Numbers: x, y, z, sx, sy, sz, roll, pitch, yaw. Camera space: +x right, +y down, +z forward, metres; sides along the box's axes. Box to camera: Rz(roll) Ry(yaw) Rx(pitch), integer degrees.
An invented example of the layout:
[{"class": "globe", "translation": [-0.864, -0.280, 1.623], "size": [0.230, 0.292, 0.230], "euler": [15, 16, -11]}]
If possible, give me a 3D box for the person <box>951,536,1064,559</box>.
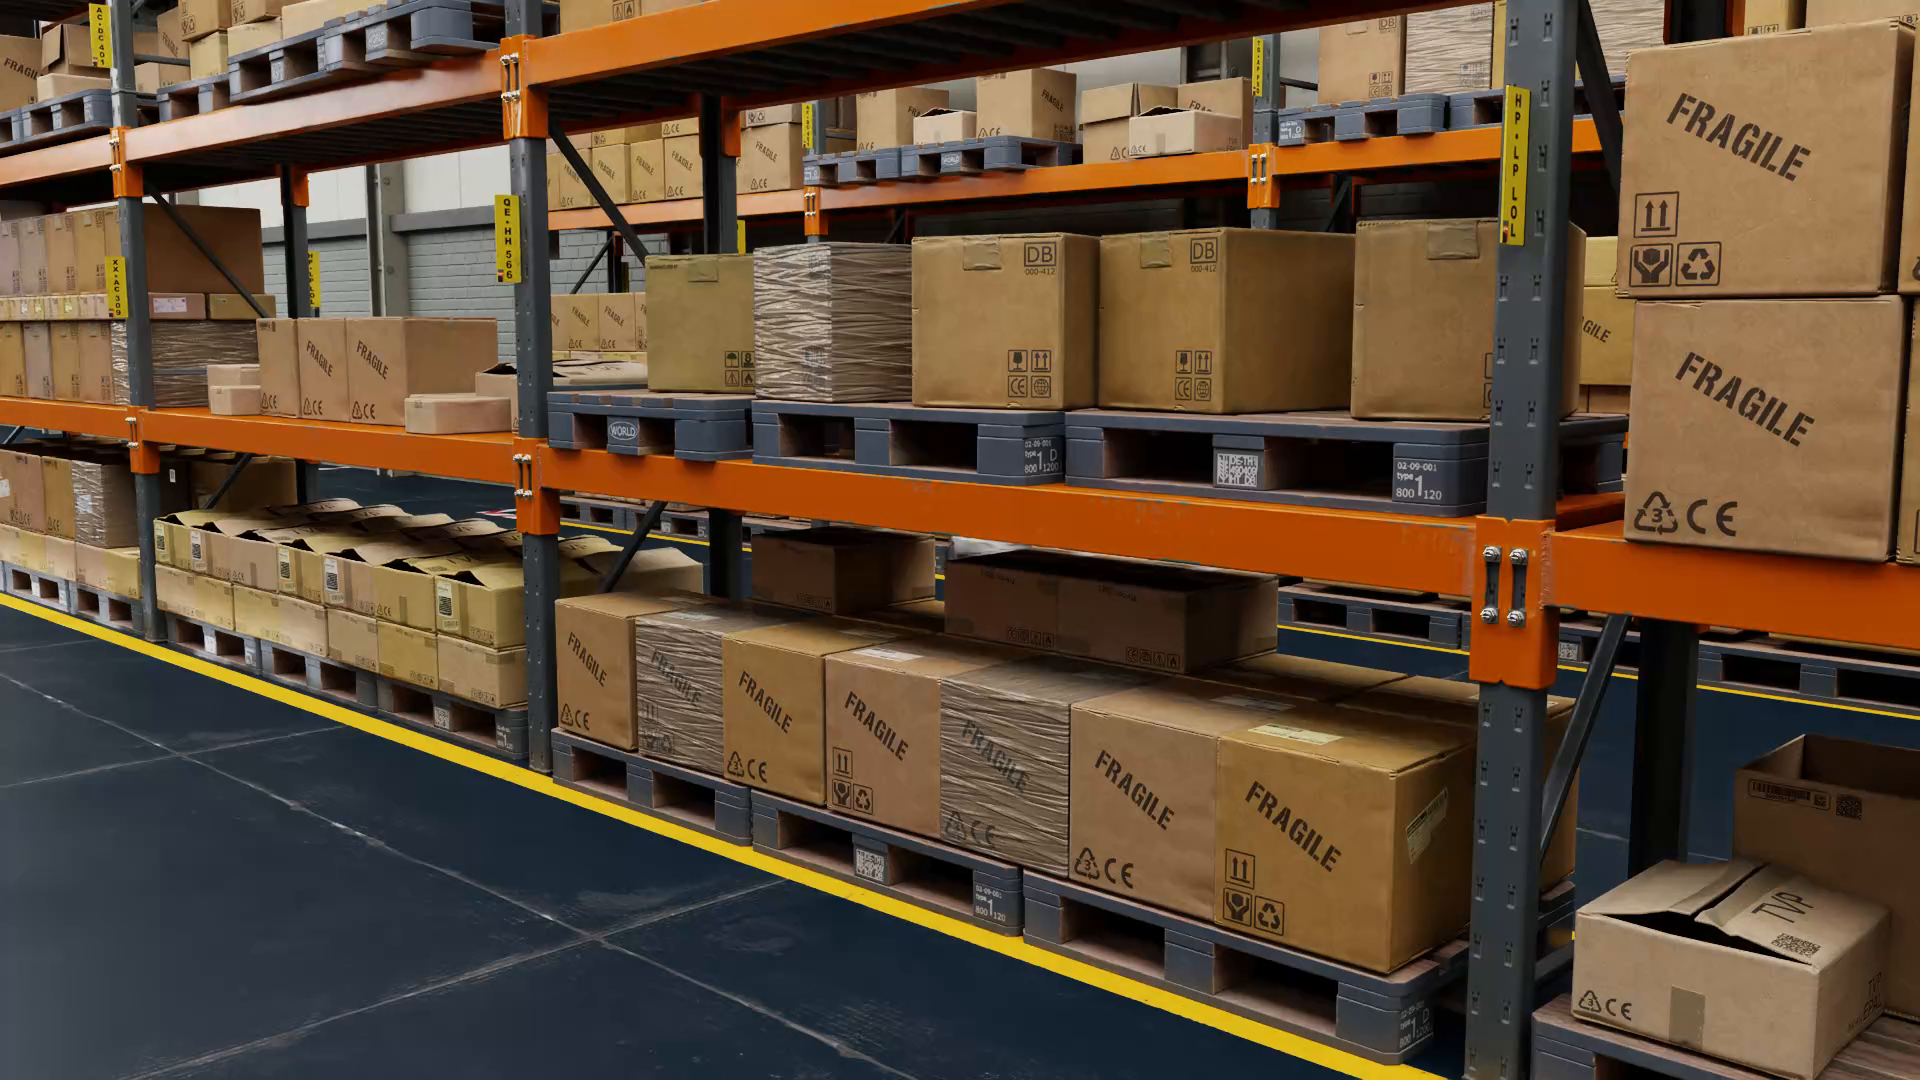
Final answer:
[{"class": "person", "translation": [0.331, 0.203, 9.304], "size": [0.443, 0.783, 0.910], "euler": [6, 10, 42]}]
